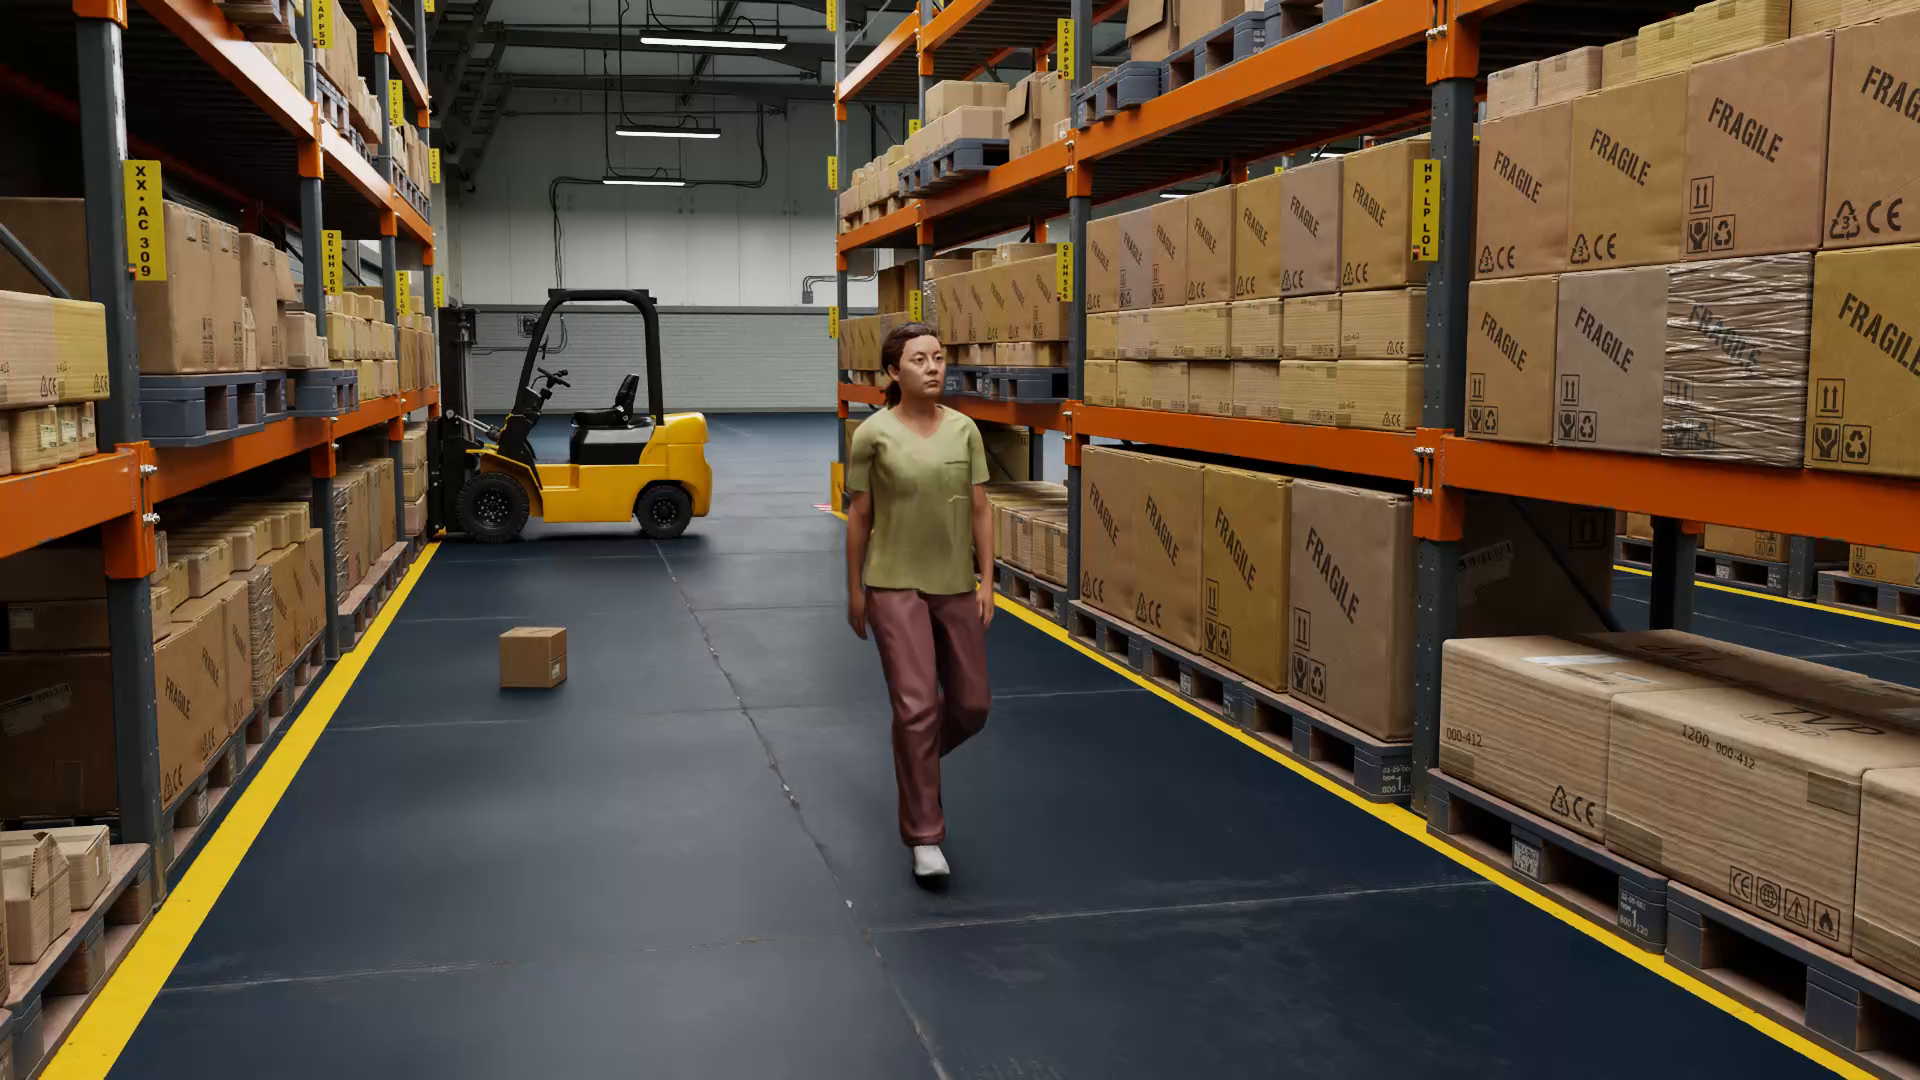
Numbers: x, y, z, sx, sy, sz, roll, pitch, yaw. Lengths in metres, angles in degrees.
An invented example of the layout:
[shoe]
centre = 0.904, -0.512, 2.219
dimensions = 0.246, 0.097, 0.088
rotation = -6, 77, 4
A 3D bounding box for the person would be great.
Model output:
[person]
centre = -0.127, 0.152, 5.151
dimensions = 0.455, 1.642, 0.761
rotation = -2, 7, -20
